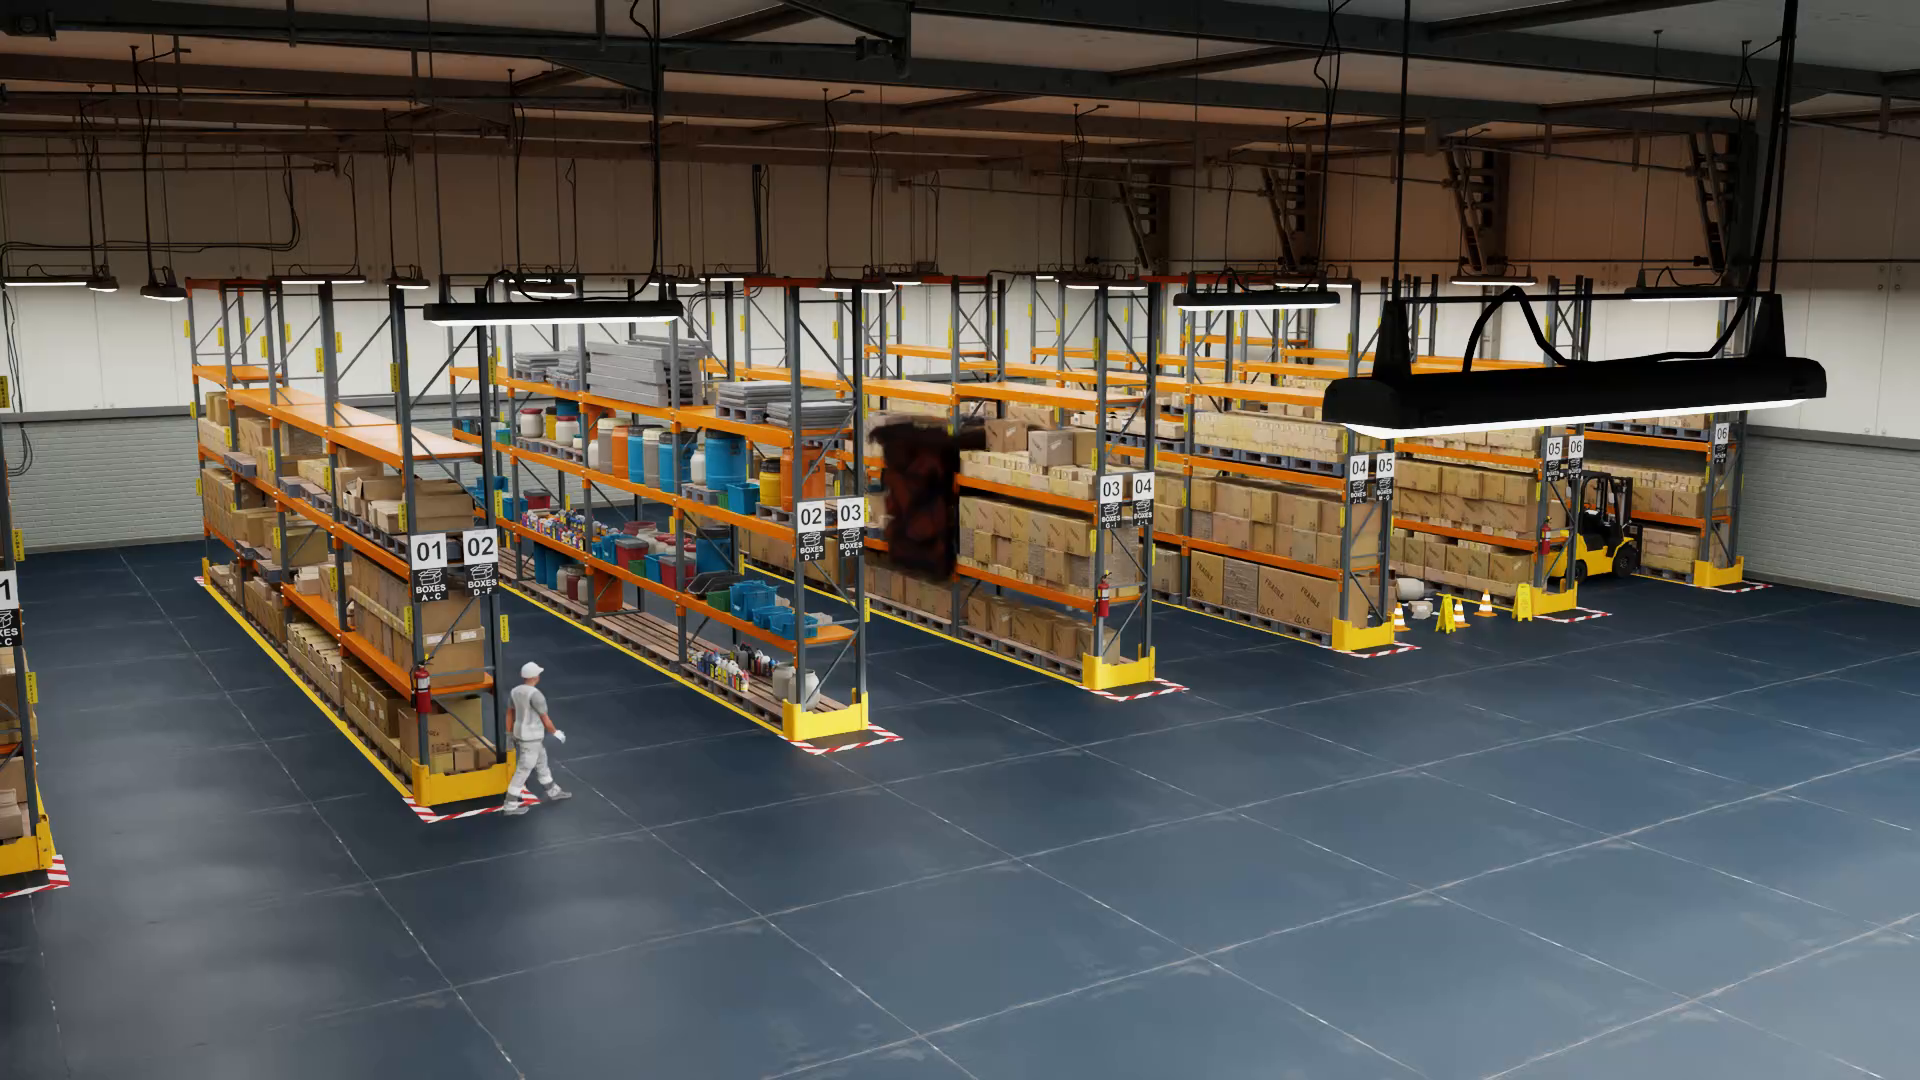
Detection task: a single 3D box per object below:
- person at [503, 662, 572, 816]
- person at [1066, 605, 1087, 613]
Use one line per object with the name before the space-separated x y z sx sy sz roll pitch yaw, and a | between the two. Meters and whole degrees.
person | -4.856 2.253 19.156 0.951 1.739 0.526 -8 12 -38
person | 2.042 0.395 28.749 0.509 1.690 0.350 5 11 28
